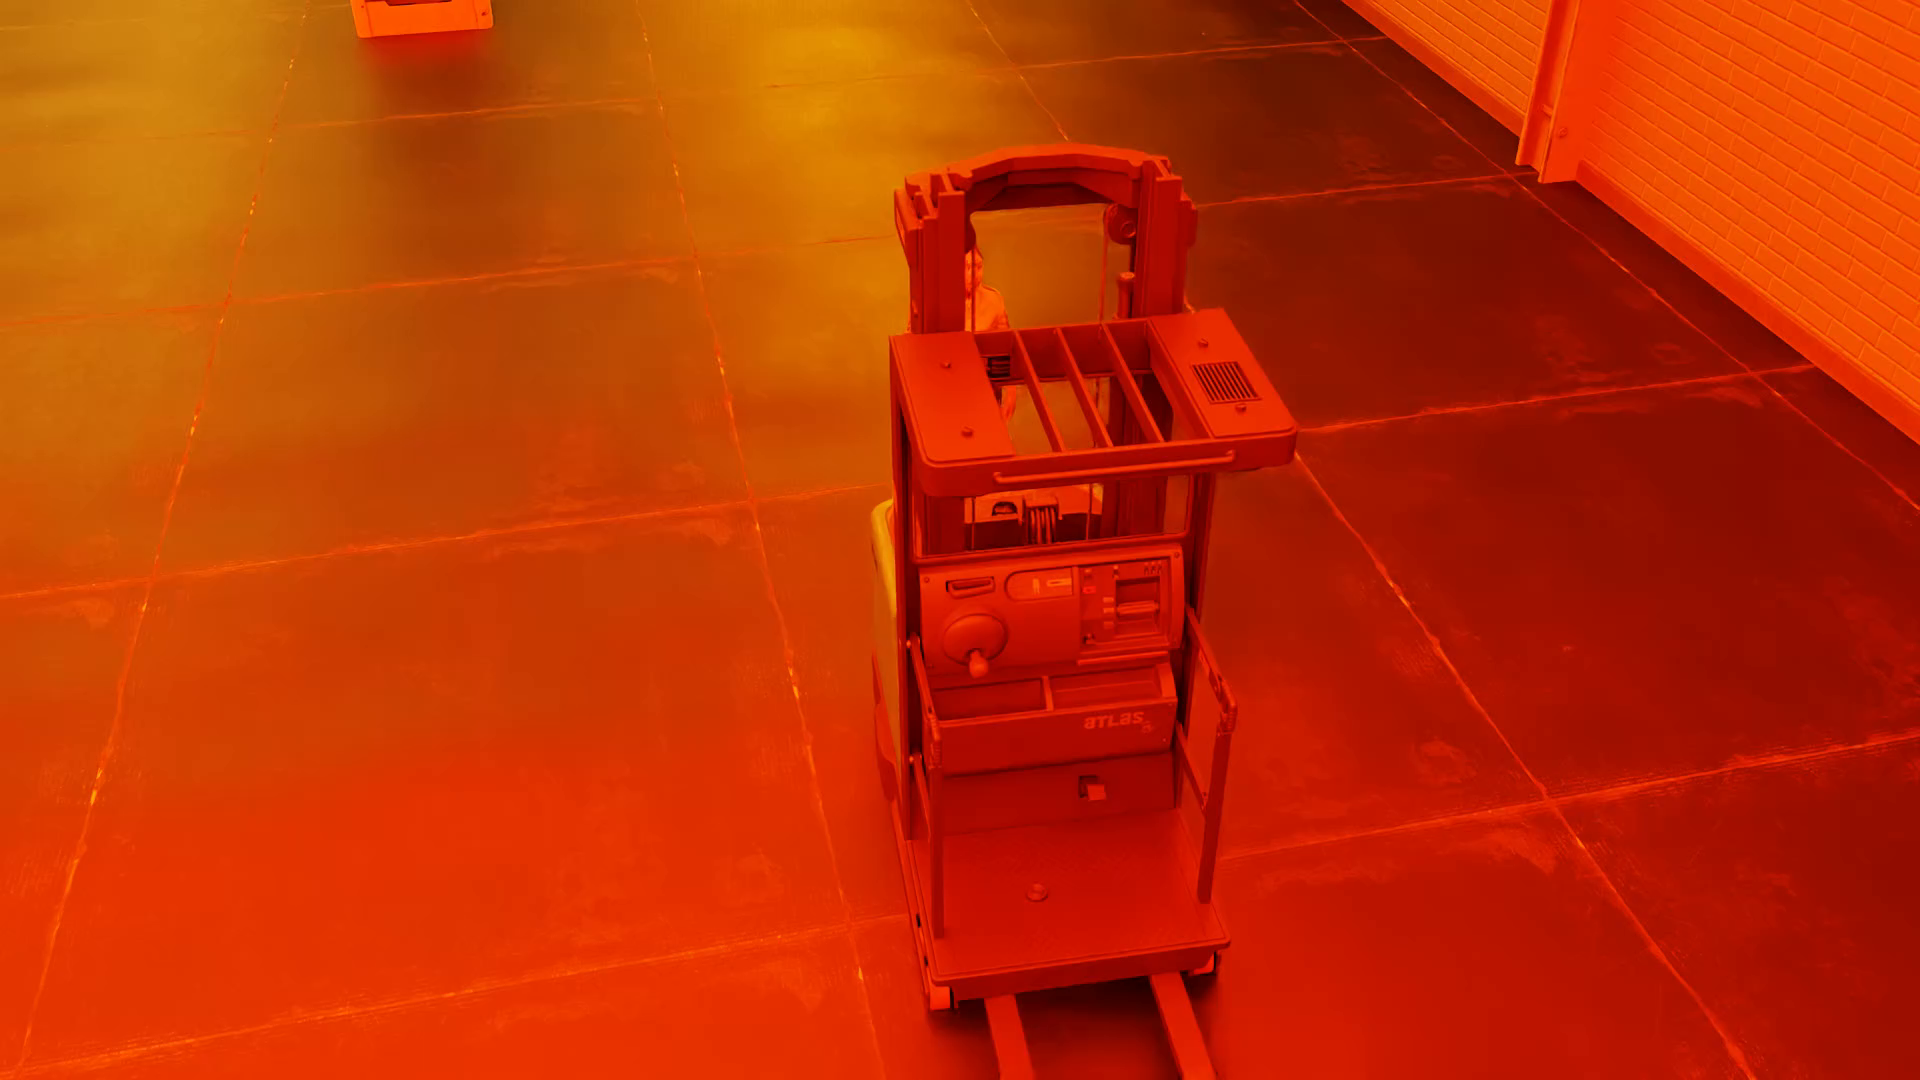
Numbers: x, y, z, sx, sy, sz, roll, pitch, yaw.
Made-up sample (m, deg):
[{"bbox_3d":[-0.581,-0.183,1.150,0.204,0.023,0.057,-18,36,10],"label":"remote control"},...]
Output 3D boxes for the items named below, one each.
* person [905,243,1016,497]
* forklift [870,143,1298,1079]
[{"bbox_3d":[-0.002,-0.621,7.999,0.598,1.651,0.503,-8,36,-11],"label":"person"},{"bbox_3d":[0.362,0.315,5.612,1.130,2.935,3.031,-6,36,-8],"label":"forklift"}]
